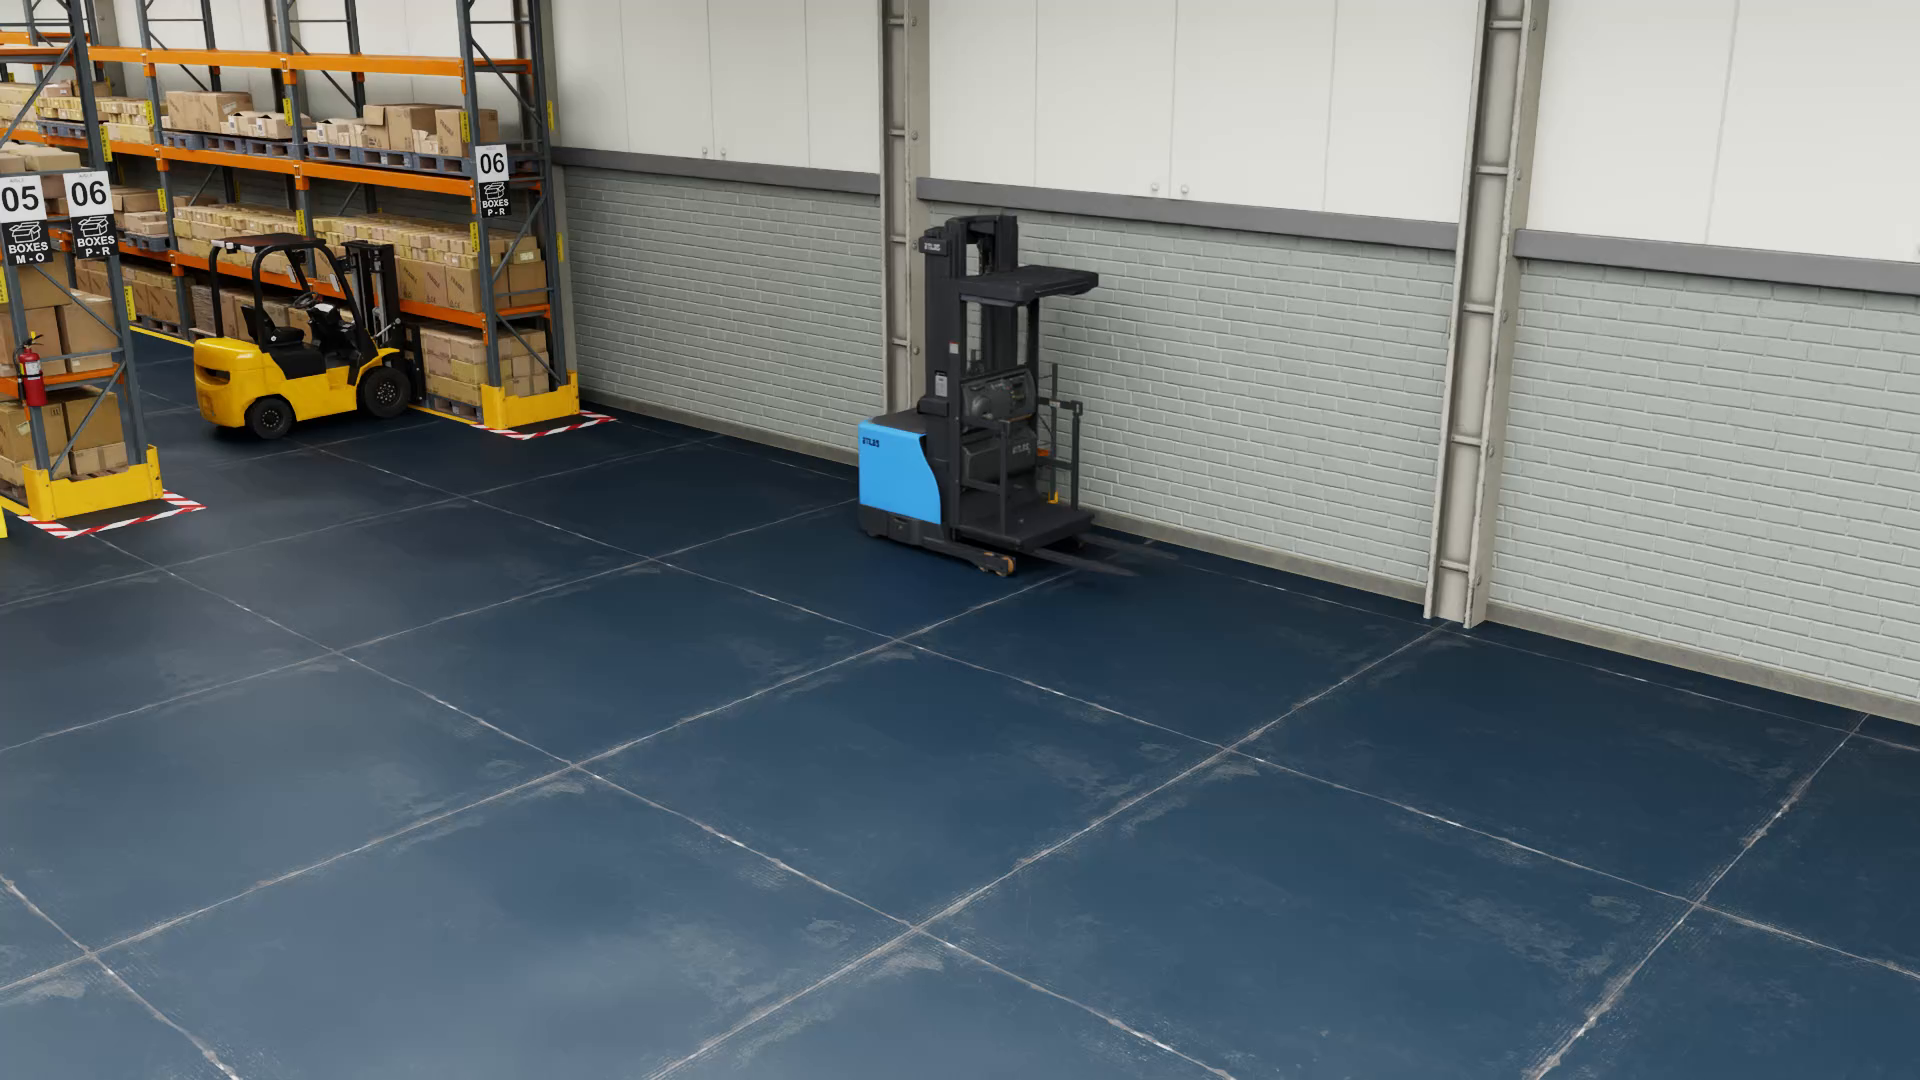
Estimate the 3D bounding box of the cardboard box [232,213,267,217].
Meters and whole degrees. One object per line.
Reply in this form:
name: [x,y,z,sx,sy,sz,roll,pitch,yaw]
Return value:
cardboard box: [-9.808,-4.418,22.975,0.250,0.149,0.380,15,23,39]

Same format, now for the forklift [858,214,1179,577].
forklift: [0.498,-1.265,14.389,3.031,2.935,1.130,15,23,39]

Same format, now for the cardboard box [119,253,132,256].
cardboard box: [-13.607,-4.591,27.124,0.250,0.149,0.380,14,22,37]

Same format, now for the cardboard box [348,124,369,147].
cardboard box: [-7.182,-4.923,20.206,0.258,0.266,0.396,14,23,38]

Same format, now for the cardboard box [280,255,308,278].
cardboard box: [-8.641,-3.646,22.029,0.500,0.250,0.500,16,23,40]

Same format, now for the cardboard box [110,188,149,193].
cardboard box: [-12.886,-5.121,25.566,0.500,0.500,0.700,15,23,39]

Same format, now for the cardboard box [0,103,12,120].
cardboard box: [-15.372,-7.030,27.239,0.500,0.250,0.500,16,23,40]

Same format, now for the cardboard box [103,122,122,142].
cardboard box: [-12.378,-6.086,24.759,0.500,0.250,0.500,15,23,39]

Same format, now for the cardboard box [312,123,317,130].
cardboard box: [-8.595,-5.448,22.056,0.250,0.149,0.380,15,23,39]

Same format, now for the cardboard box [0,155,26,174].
cardboard box: [-8.840,-3.440,15.269,0.250,0.149,0.380,15,23,40]

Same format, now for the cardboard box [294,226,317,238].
cardboard box: [-8.493,-4.051,21.818,0.250,0.149,0.380,16,24,41]

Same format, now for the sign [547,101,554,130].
sign: [-4.726,-4.881,19.137,0.005,0.325,0.100,15,23,39]

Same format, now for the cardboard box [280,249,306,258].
cardboard box: [-8.627,-3.883,21.949,0.500,0.250,0.500,14,23,38]

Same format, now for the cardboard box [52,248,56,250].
cardboard box: [-16.058,-4.769,28.757,0.500,0.500,0.700,16,24,41]

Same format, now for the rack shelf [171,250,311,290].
rack shelf: [-9.586,-3.734,23.248,4.000,0.370,1.077,15,23,39]

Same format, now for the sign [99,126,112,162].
sign: [-8.031,-3.718,15.603,0.005,0.325,0.100,15,23,39]

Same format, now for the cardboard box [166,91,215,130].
cardboard box: [-10.702,-6.004,23.225,0.500,0.500,0.500,15,23,40]

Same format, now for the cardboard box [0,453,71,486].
cardboard box: [-9.192,-0.745,16.489,0.500,0.250,0.500,15,23,39]

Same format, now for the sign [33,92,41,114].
sign: [-14.428,-6.834,26.011,0.005,0.325,0.100,15,23,39]

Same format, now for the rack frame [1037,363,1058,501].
rack frame: [0.731,-0.873,15.521,0.032,1.500,0.500,15,23,39]

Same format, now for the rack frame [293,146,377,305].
rack frame: [-8.090,-3.676,21.873,0.127,3.000,1.000,15,23,39]

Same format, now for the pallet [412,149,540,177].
pallet: [-5.610,-4.408,19.368,1.213,0.211,1.003,15,23,39]

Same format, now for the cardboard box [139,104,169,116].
cardboard box: [-11.536,-6.171,23.874,0.250,0.149,0.380,16,24,41]

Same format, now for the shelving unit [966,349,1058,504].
shelving unit: [0.345,-0.977,15.849,1.083,1.500,0.587,15,23,39]

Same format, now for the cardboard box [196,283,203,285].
cardboard box: [-11.211,-3.636,25.185,0.500,0.500,0.500,16,24,41]

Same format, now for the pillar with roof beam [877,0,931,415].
pillar with roof beam: [-3.391,-3.897,12.653,0.400,9.000,9.100,15,23,39]

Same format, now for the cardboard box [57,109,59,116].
cardboard box: [-13.689,-6.601,25.689,0.250,0.149,0.380,15,23,40]

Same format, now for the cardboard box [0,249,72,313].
cardboard box: [-8.918,-2.468,15.758,0.500,0.500,0.700,14,23,38]

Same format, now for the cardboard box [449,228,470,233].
cardboard box: [-5.977,-3.697,20.212,0.250,0.149,0.380,16,24,41]

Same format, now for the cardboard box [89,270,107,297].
cardboard box: [-13.457,-4.038,26.453,0.500,0.500,0.500,15,23,39]

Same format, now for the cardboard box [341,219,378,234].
cardboard box: [-7.597,-3.962,21.046,0.250,0.149,0.380,14,23,38]

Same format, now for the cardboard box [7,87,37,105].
cardboard box: [-14.997,-7.167,26.846,0.500,0.250,0.500,15,23,38]

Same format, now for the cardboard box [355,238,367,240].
cardboard box: [-7.288,-3.692,20.687,0.250,0.149,0.380,15,23,39]

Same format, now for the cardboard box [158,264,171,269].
cardboard box: [-12.268,-4.220,25.953,0.250,0.149,0.380,15,23,40]

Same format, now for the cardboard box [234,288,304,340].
cardboard box: [-9.627,-3.154,23.462,0.625,0.625,0.875,14,22,37]

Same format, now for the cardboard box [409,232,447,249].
cardboard box: [-6.331,-3.578,19.837,0.250,0.149,0.380,16,23,41]

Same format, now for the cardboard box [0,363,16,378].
cardboard box: [-9.075,-1.682,16.005,0.250,0.149,0.380,15,23,39]

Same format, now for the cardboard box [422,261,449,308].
cardboard box: [-6.023,-3.066,19.787,0.500,0.500,0.500,16,24,41]

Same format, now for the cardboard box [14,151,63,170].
cardboard box: [-8.720,-3.603,15.784,0.250,0.149,0.380,15,23,39]

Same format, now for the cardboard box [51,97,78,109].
cardboard box: [-13.733,-6.724,25.585,0.250,0.149,0.380,14,23,38]

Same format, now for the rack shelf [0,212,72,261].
rack shelf: [-9.886,-3.237,16.722,4.000,0.370,1.077,15,23,39]

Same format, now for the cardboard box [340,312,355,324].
cardboard box: [-7.561,-2.769,21.214,0.500,0.250,0.500,15,23,39]

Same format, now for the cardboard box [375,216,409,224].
cardboard box: [-7.284,-4.069,21.382,0.250,0.149,0.380,15,23,39]

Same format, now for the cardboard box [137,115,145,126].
cardboard box: [-11.688,-6.100,24.143,0.250,0.149,0.380,14,23,38]

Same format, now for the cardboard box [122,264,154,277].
cardboard box: [-12.743,-4.172,25.803,0.250,0.149,0.380,15,23,39]

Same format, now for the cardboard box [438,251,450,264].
cardboard box: [-5.908,-3.346,19.598,0.250,0.149,0.380,16,23,40]

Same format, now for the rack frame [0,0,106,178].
rack frame: [-8.391,-4.608,14.894,0.127,3.000,1.000,15,23,39]

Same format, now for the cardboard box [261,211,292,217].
cardboard box: [-9.543,-4.512,23.272,0.250,0.149,0.380,16,24,41]

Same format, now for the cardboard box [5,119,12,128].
cardboard box: [-15.469,-6.863,27.373,0.250,0.149,0.380,15,23,40]

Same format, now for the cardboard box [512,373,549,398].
cardboard box: [-5.336,-1.905,20.145,0.500,0.250,0.500,15,23,39]

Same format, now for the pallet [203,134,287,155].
pallet: [-9.677,-5.479,22.908,1.213,0.211,1.003,16,24,42]
